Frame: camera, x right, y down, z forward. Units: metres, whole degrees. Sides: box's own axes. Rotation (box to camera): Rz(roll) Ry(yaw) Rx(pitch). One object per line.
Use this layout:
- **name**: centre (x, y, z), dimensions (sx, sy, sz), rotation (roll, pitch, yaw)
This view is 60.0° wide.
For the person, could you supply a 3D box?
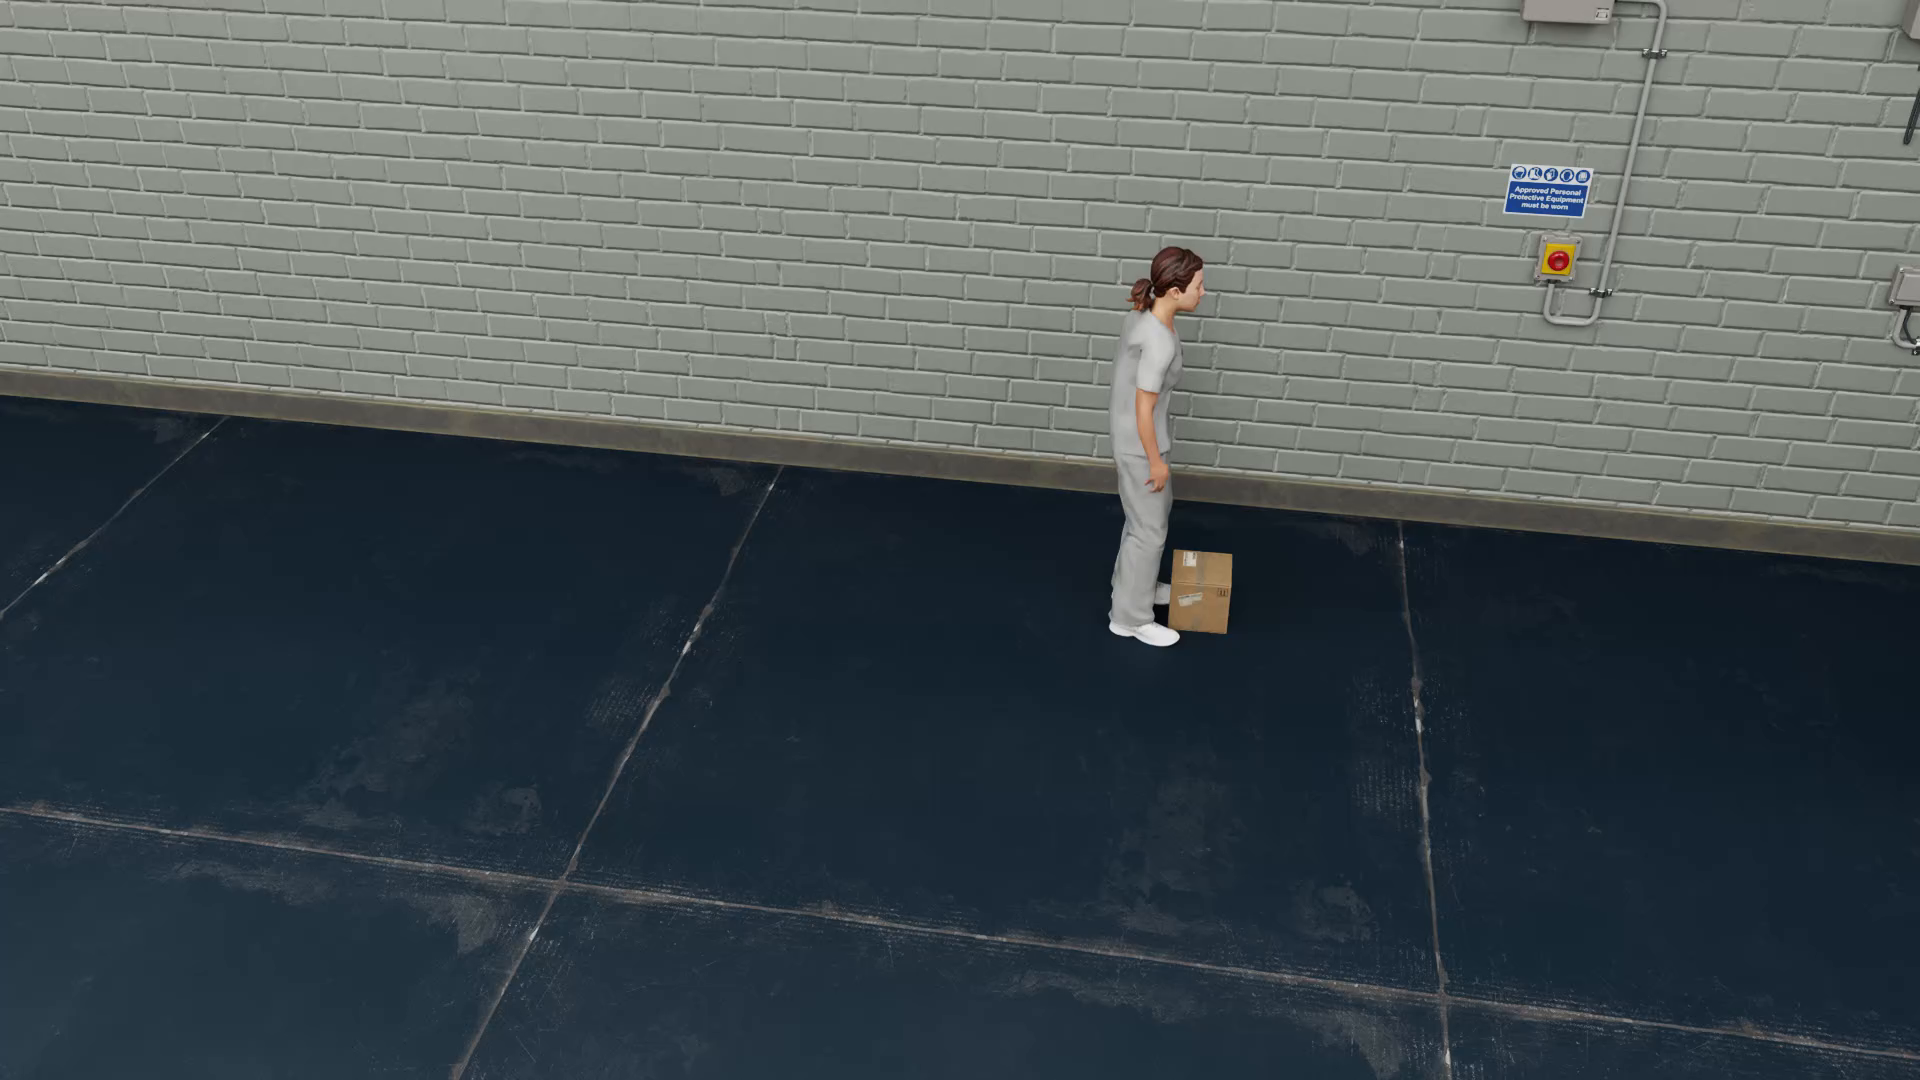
- **person**: centre (0.778, -0.392, 6.755), dimensions (0.362, 1.671, 0.511), rotation (3, 33, 5)
